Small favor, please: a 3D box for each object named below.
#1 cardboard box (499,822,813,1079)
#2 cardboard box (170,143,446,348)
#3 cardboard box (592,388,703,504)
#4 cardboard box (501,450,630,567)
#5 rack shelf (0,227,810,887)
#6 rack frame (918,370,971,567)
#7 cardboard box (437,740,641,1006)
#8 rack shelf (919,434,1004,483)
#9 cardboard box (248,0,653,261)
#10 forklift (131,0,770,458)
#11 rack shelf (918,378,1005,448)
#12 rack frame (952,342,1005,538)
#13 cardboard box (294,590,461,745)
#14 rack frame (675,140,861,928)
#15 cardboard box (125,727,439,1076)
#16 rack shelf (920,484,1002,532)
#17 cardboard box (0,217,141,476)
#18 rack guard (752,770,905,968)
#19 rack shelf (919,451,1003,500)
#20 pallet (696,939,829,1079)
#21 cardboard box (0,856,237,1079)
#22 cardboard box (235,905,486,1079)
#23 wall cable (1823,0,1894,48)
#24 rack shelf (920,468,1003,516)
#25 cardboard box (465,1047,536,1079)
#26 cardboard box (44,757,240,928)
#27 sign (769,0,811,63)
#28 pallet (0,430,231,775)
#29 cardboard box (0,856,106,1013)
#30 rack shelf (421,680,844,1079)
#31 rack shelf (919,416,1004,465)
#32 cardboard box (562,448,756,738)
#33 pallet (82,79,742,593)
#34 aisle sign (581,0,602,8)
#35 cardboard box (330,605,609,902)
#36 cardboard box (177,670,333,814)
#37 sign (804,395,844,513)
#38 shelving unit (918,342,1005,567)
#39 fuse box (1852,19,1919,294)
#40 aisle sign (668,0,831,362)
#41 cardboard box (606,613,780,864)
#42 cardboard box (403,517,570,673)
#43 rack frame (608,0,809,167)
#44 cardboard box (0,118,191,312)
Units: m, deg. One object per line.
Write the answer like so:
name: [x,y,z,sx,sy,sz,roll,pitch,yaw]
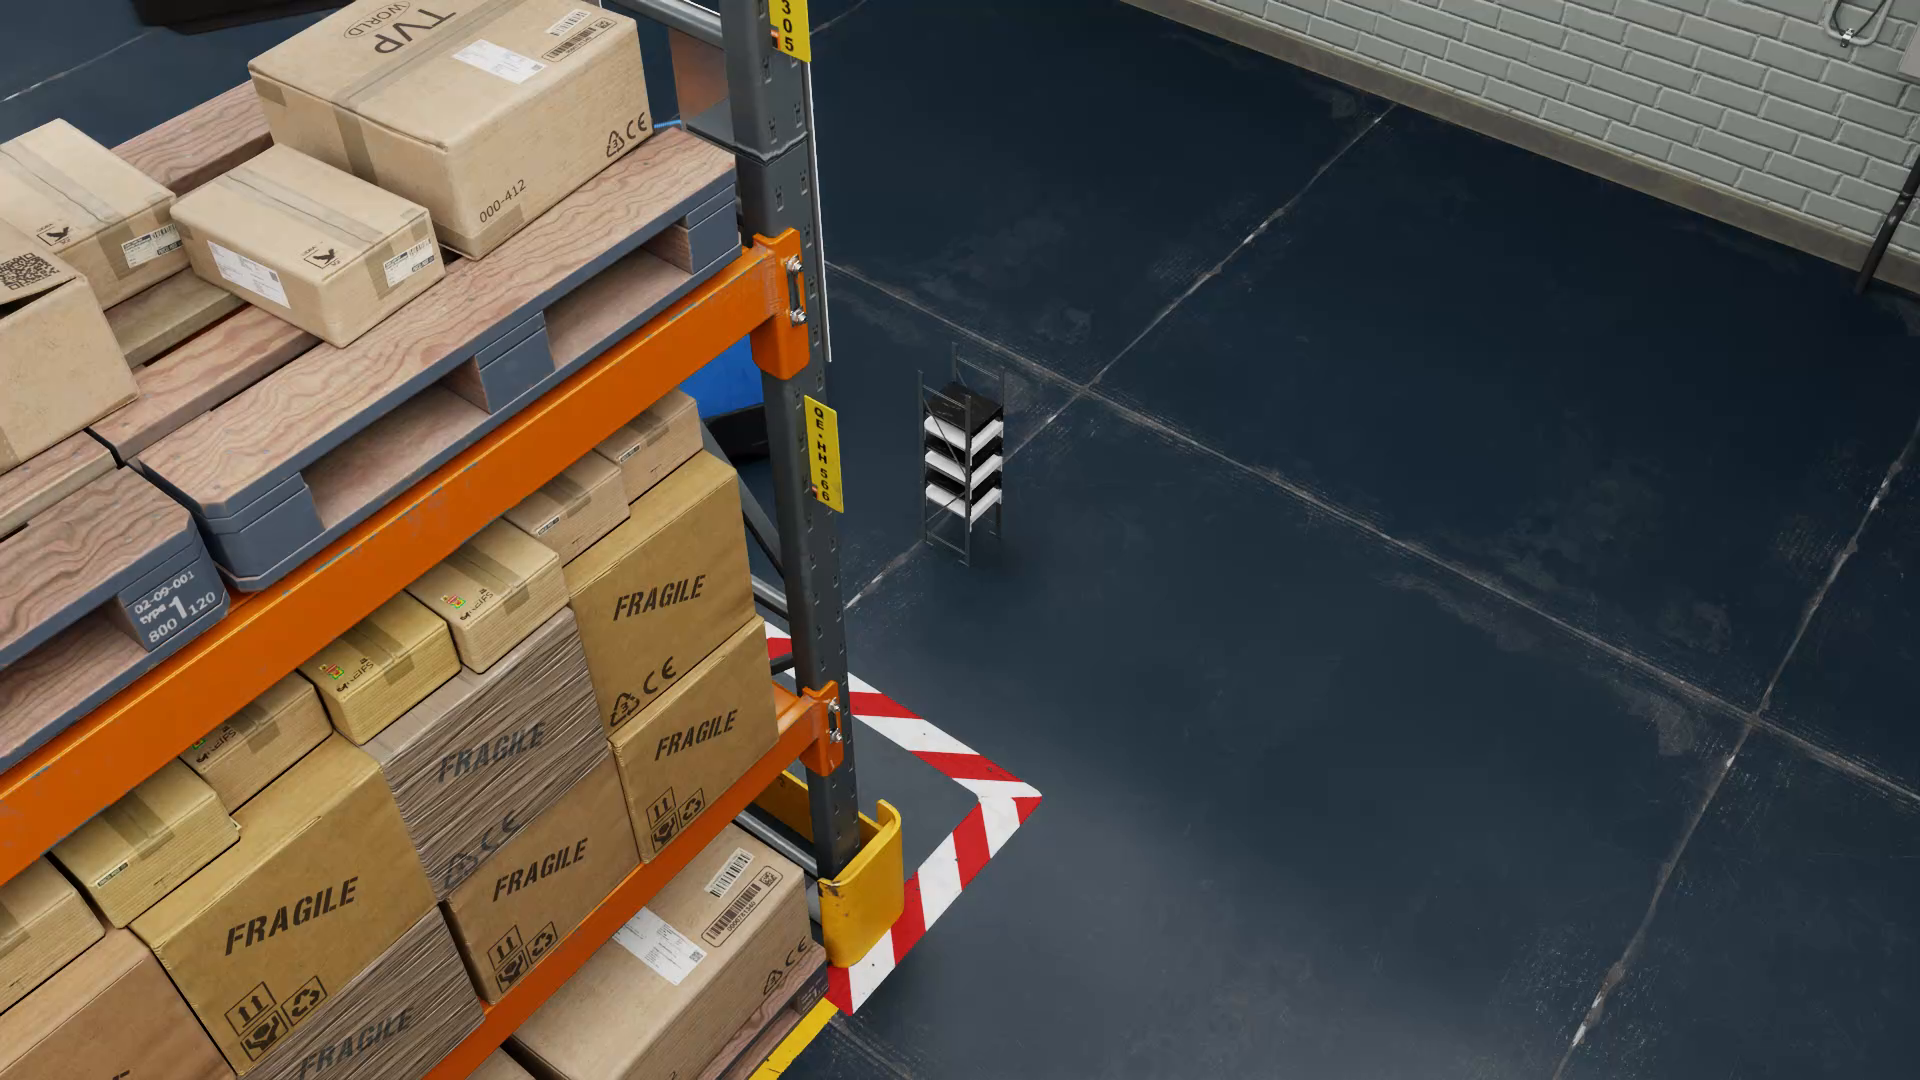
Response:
cardboard box: [-1.066,1.197,5.013,0.875,0.438,0.875,27,52,24]
cardboard box: [-1.139,-0.521,2.913,0.380,0.149,0.250,25,51,22]
cardboard box: [-0.803,-0.275,3.729,0.380,0.149,0.250,30,53,25]
cardboard box: [-0.939,-0.119,3.580,0.380,0.149,0.250,30,53,26]
rack shelf: [-1.965,0.392,2.724,1.077,0.370,4.000,29,53,25]
rack frame: [-0.057,-0.257,6.373,0.240,0.900,0.006,29,53,25]
cardboard box: [-1.146,0.674,3.962,0.500,0.500,0.500,28,52,24]
rack shelf: [0.005,-0.355,6.388,0.258,0.077,0.200,29,53,25]
cardboard box: [-0.946,-0.831,3.139,0.500,0.250,0.500,25,51,22]
forklift: [-2.188,-1.354,6.016,3.031,2.935,1.130,-17,49,-15]
rack shelf: [0.005,-0.479,6.258,0.258,0.077,0.200,29,53,25]
rack frame: [0.067,-0.374,6.485,0.240,0.900,0.006,29,53,25]
cardboard box: [-1.217,0.192,3.283,0.380,0.149,0.250,30,53,26]
rack frame: [-0.742,0.035,4.642,1.000,3.000,0.127,29,53,25]
cardboard box: [-1.449,0.630,3.313,0.500,0.500,0.500,29,53,25]
rack shelf: [0.005,-0.168,6.583,0.258,0.077,0.200,29,53,25]
cardboard box: [-1.696,-0.315,2.604,0.500,0.311,0.500,30,53,26]
rack guard: [-0.727,0.885,5.559,1.175,0.500,0.348,29,53,25]
rack shelf: [0.005,-0.292,6.453,0.258,0.077,0.200,29,53,25]
pallet: [-1.169,1.491,5.180,1.003,0.211,1.213,29,53,25]
cardboard box: [-1.758,0.917,3.039,0.500,0.500,0.500,29,53,25]
cardboard box: [-1.453,0.973,3.677,0.500,0.500,0.500,31,54,26]
wall cable: [3.817,-2.932,6.774,0.588,1.984,0.122,29,53,25]
rack shelf: [0.005,-0.230,6.518,0.258,0.077,0.200,29,53,25]
cardboard box: [-1.619,1.725,4.510,0.875,0.438,0.875,31,54,26]
cardboard box: [-1.539,0.480,3.008,0.380,0.149,0.250,30,53,26]
sign: [-0.321,-1.031,3.029,0.100,0.325,0.005,29,53,25]
pallet: [-1.933,0.160,2.510,1.003,0.211,1.213,29,53,25]
cardboard box: [-1.715,0.621,2.873,0.380,0.149,0.250,31,54,26]
rack shelf: [-1.965,1.428,3.809,1.077,0.370,4.000,29,53,25]
rack shelf: [0.005,-0.417,6.323,0.258,0.077,0.200,29,53,25]
cardboard box: [-0.848,0.036,3.880,0.500,0.500,0.500,31,54,26]
pallet: [-1.187,-0.541,3.179,1.003,0.211,1.213,29,53,25]
aisle sign: [-0.927,-1.032,3.864,0.394,0.787,0.004,29,53,25]
cardboard box: [-1.144,0.349,3.582,0.500,0.500,0.500,29,53,25]
cardboard box: [-1.433,0.310,3.170,0.380,0.149,0.250,29,53,25]
sign: [-0.321,-0.199,3.901,0.100,0.325,0.005,29,53,25]
shelving unit: [0.005,-0.315,6.429,0.258,0.900,0.210,29,53,25]
fuse box: [4.260,-1.744,7.233,0.539,1.711,0.414,29,53,25]
aisle sign: [-0.452,-0.767,3.610,0.394,0.787,0.004,29,53,25]
cardboard box: [-0.827,0.394,4.230,0.500,0.500,0.500,29,53,25]
cardboard box: [-1.030,0.066,3.403,0.380,0.149,0.250,29,53,25]
rack frame: [-0.742,-2.037,2.473,1.000,3.000,0.127,29,53,25]
cardboard box: [-1.589,-0.573,2.962,0.380,0.149,0.250,31,54,26]
